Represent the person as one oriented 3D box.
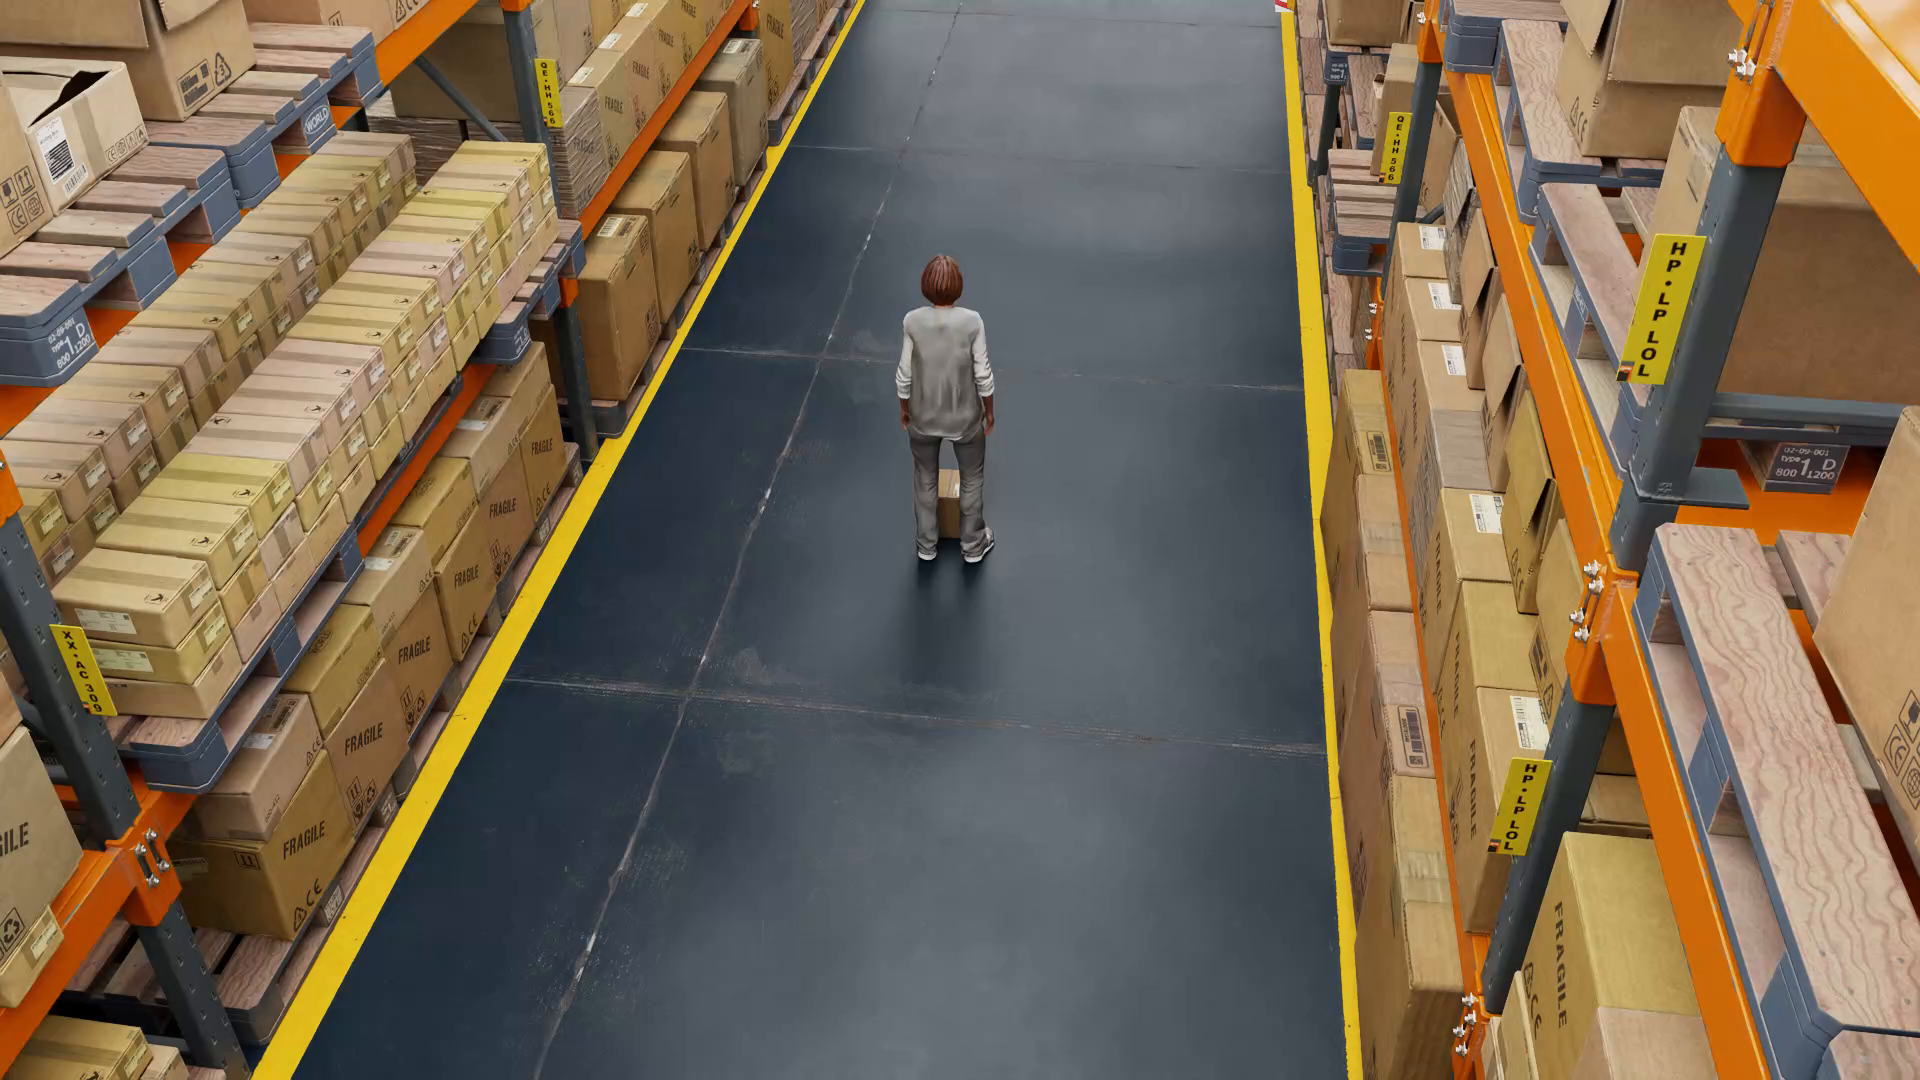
[{"bbox_3d":[-0.062,-0.571,7.830,0.451,1.574,0.344,3,37,5],"label":"person"}]
